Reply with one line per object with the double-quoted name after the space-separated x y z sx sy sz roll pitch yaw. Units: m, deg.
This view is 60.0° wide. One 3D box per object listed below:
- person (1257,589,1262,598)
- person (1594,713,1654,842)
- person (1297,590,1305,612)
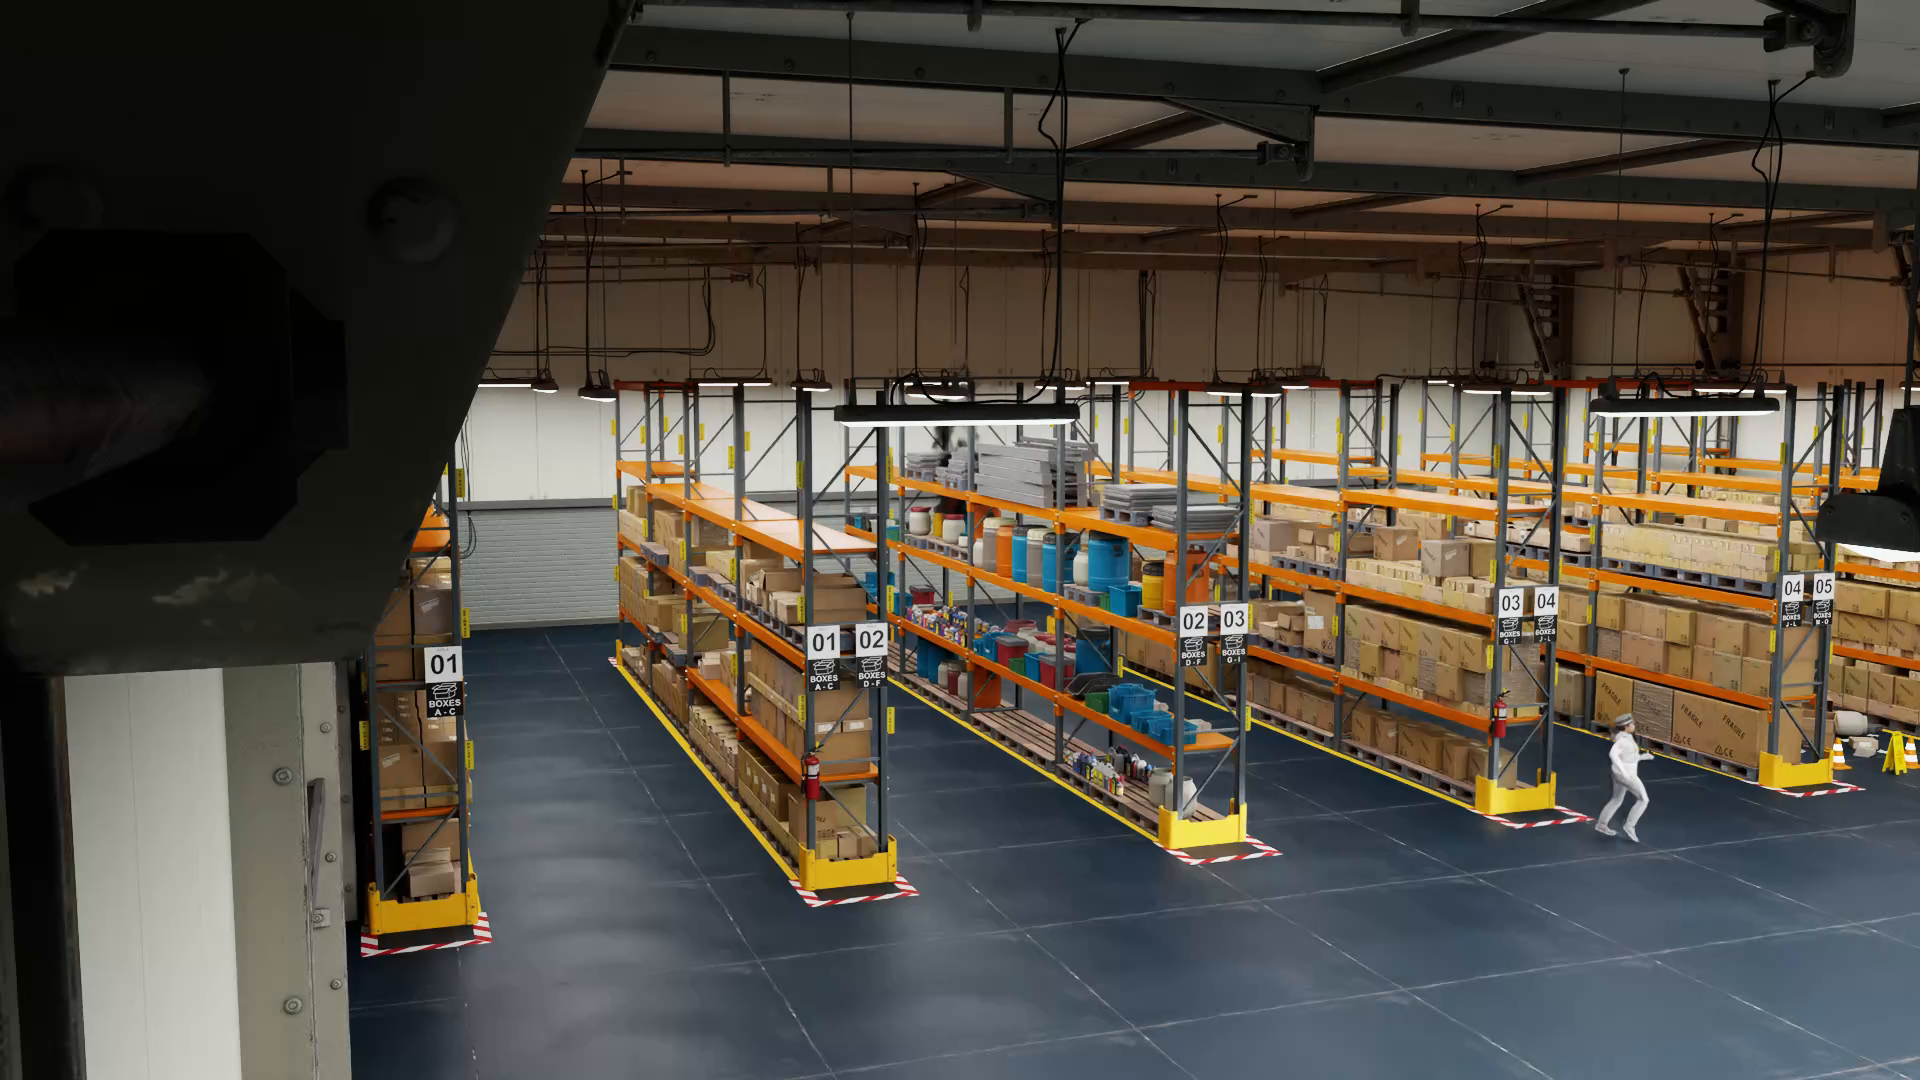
6.297 1.848 34.717 0.608 1.736 0.894 -3 7 -26 "person"
8.858 3.157 22.139 0.712 1.733 0.581 1 6 7 "person"
7.339 1.831 35.380 0.553 1.574 0.747 -2 6 -20 "person"
